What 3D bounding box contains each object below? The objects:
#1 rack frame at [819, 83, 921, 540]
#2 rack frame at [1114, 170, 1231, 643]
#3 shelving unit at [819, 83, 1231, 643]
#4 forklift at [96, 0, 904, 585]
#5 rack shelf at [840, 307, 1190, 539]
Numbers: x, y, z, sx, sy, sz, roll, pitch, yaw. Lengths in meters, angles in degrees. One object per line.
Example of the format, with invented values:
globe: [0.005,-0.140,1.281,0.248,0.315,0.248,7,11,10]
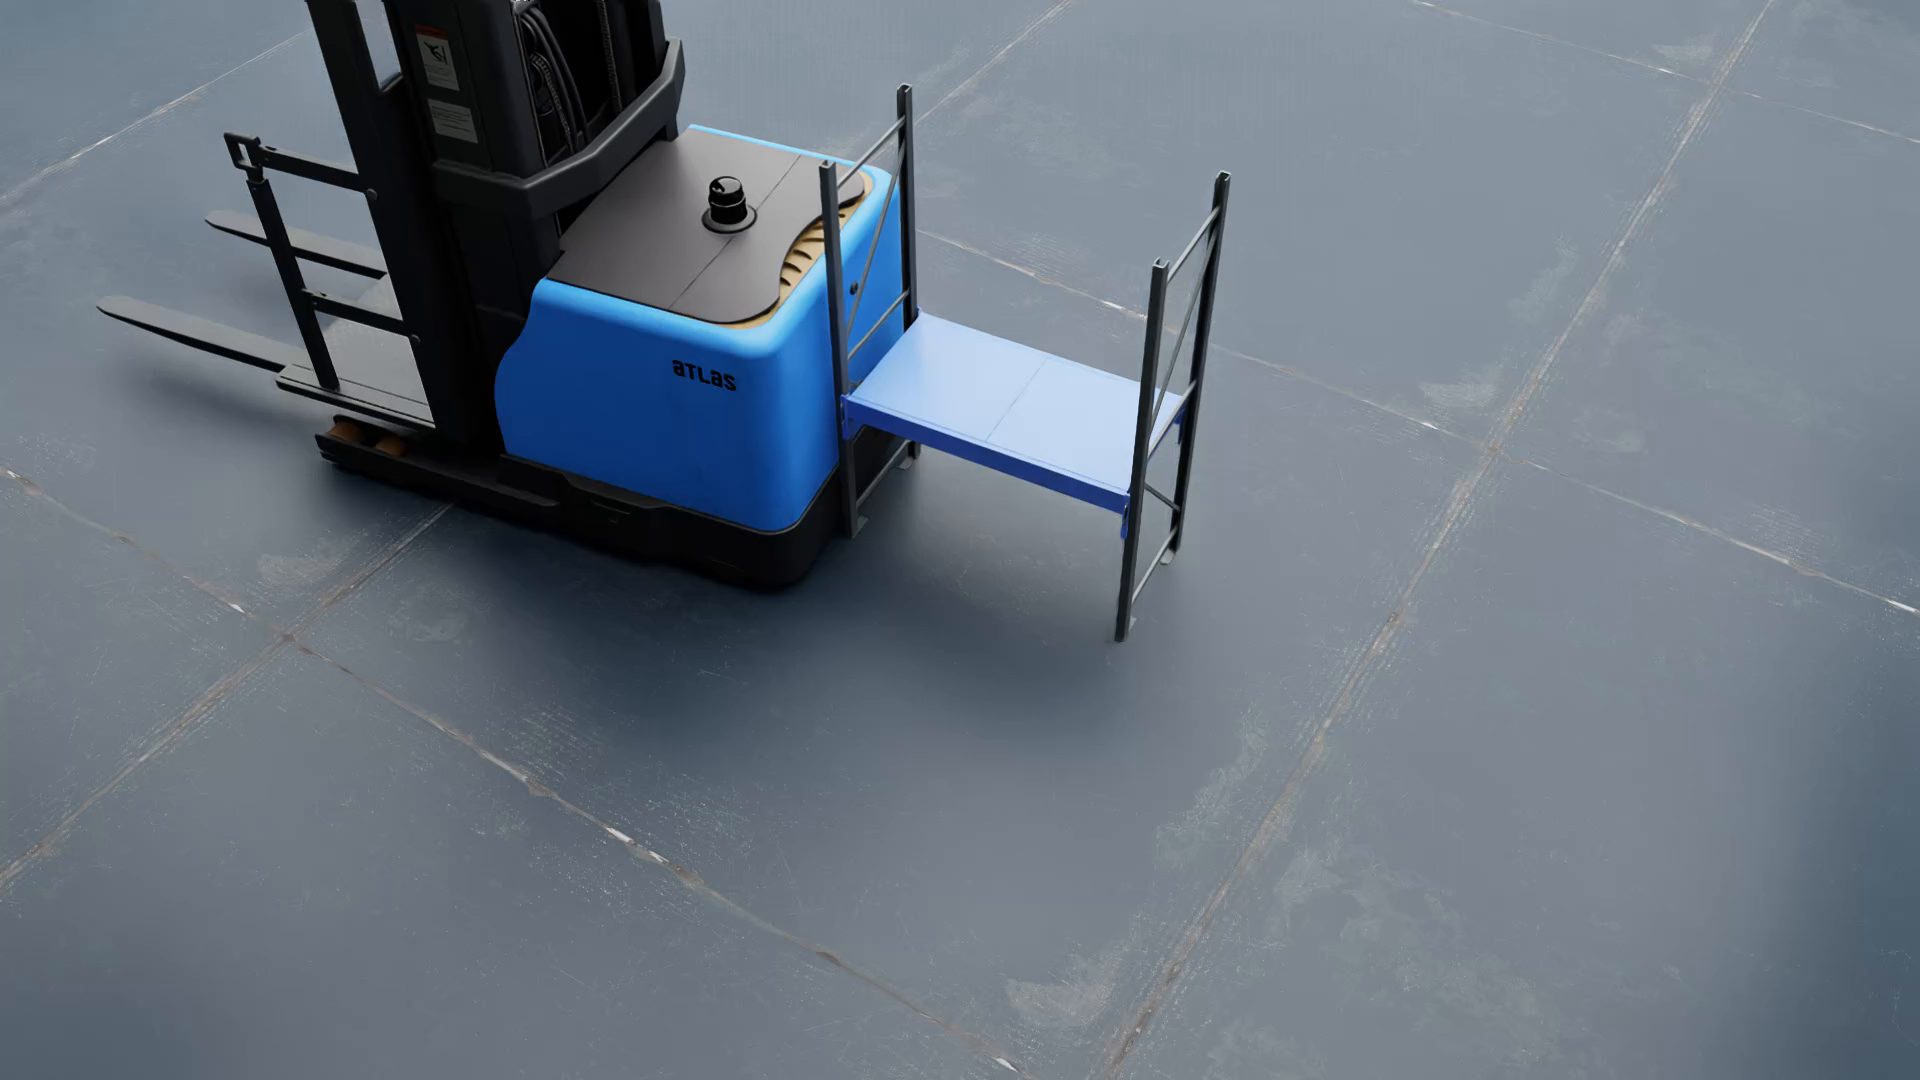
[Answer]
rack frame: [-0.271,-0.686,5.371,0.032,1.500,0.500,20,49,19]
rack frame: [0.633,-0.351,5.046,0.032,1.500,0.500,20,49,19]
shelving unit: [0.181,-0.519,5.208,1.048,1.500,0.538,20,49,19]
forklift: [-1.751,-1.561,5.223,3.031,2.935,1.130,17,48,15]
rack shelf: [0.181,-0.393,5.337,1.000,0.185,0.538,20,49,19]
